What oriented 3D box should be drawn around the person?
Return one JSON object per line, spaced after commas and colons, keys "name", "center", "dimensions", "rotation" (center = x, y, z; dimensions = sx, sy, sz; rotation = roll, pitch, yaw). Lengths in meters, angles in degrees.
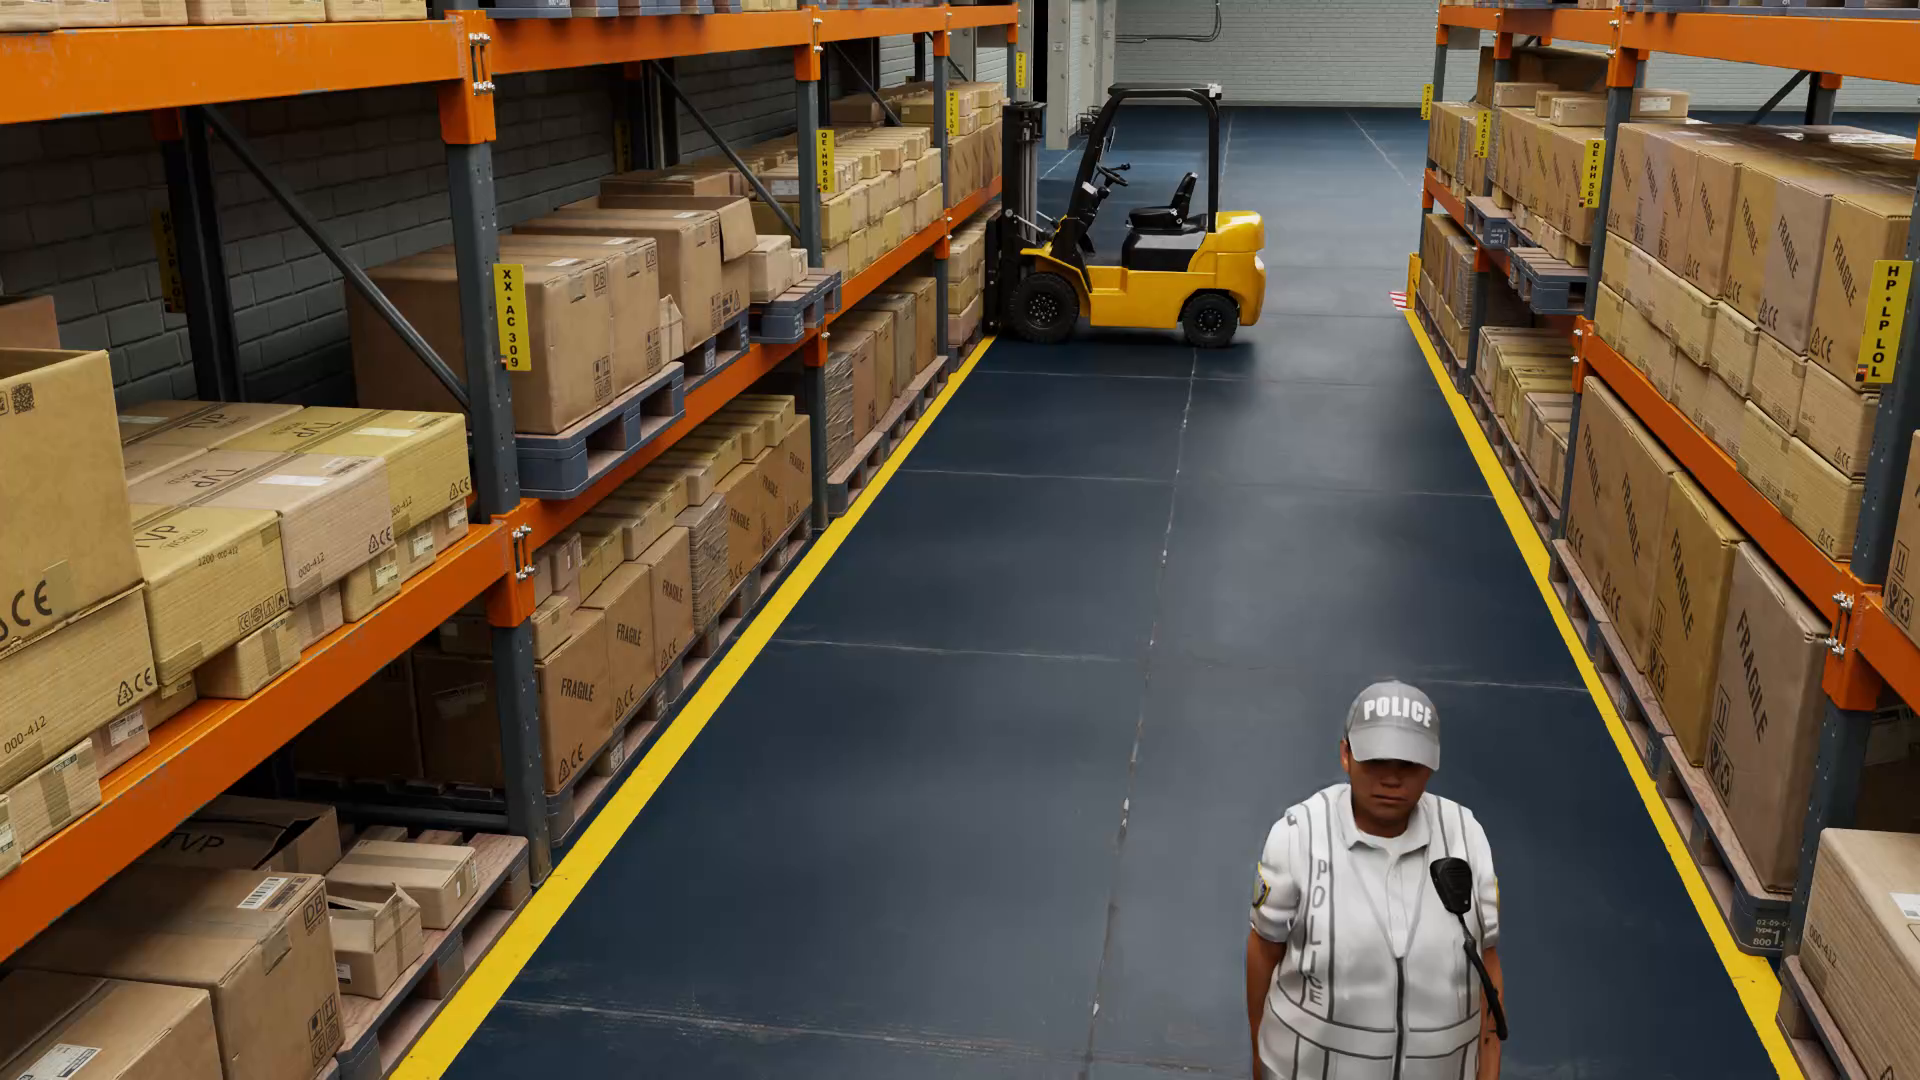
{"name": "person", "center": [0.818, 1.044, 3.328], "dimensions": [0.475, 1.616, 0.914], "rotation": [-1, 18, -3]}
